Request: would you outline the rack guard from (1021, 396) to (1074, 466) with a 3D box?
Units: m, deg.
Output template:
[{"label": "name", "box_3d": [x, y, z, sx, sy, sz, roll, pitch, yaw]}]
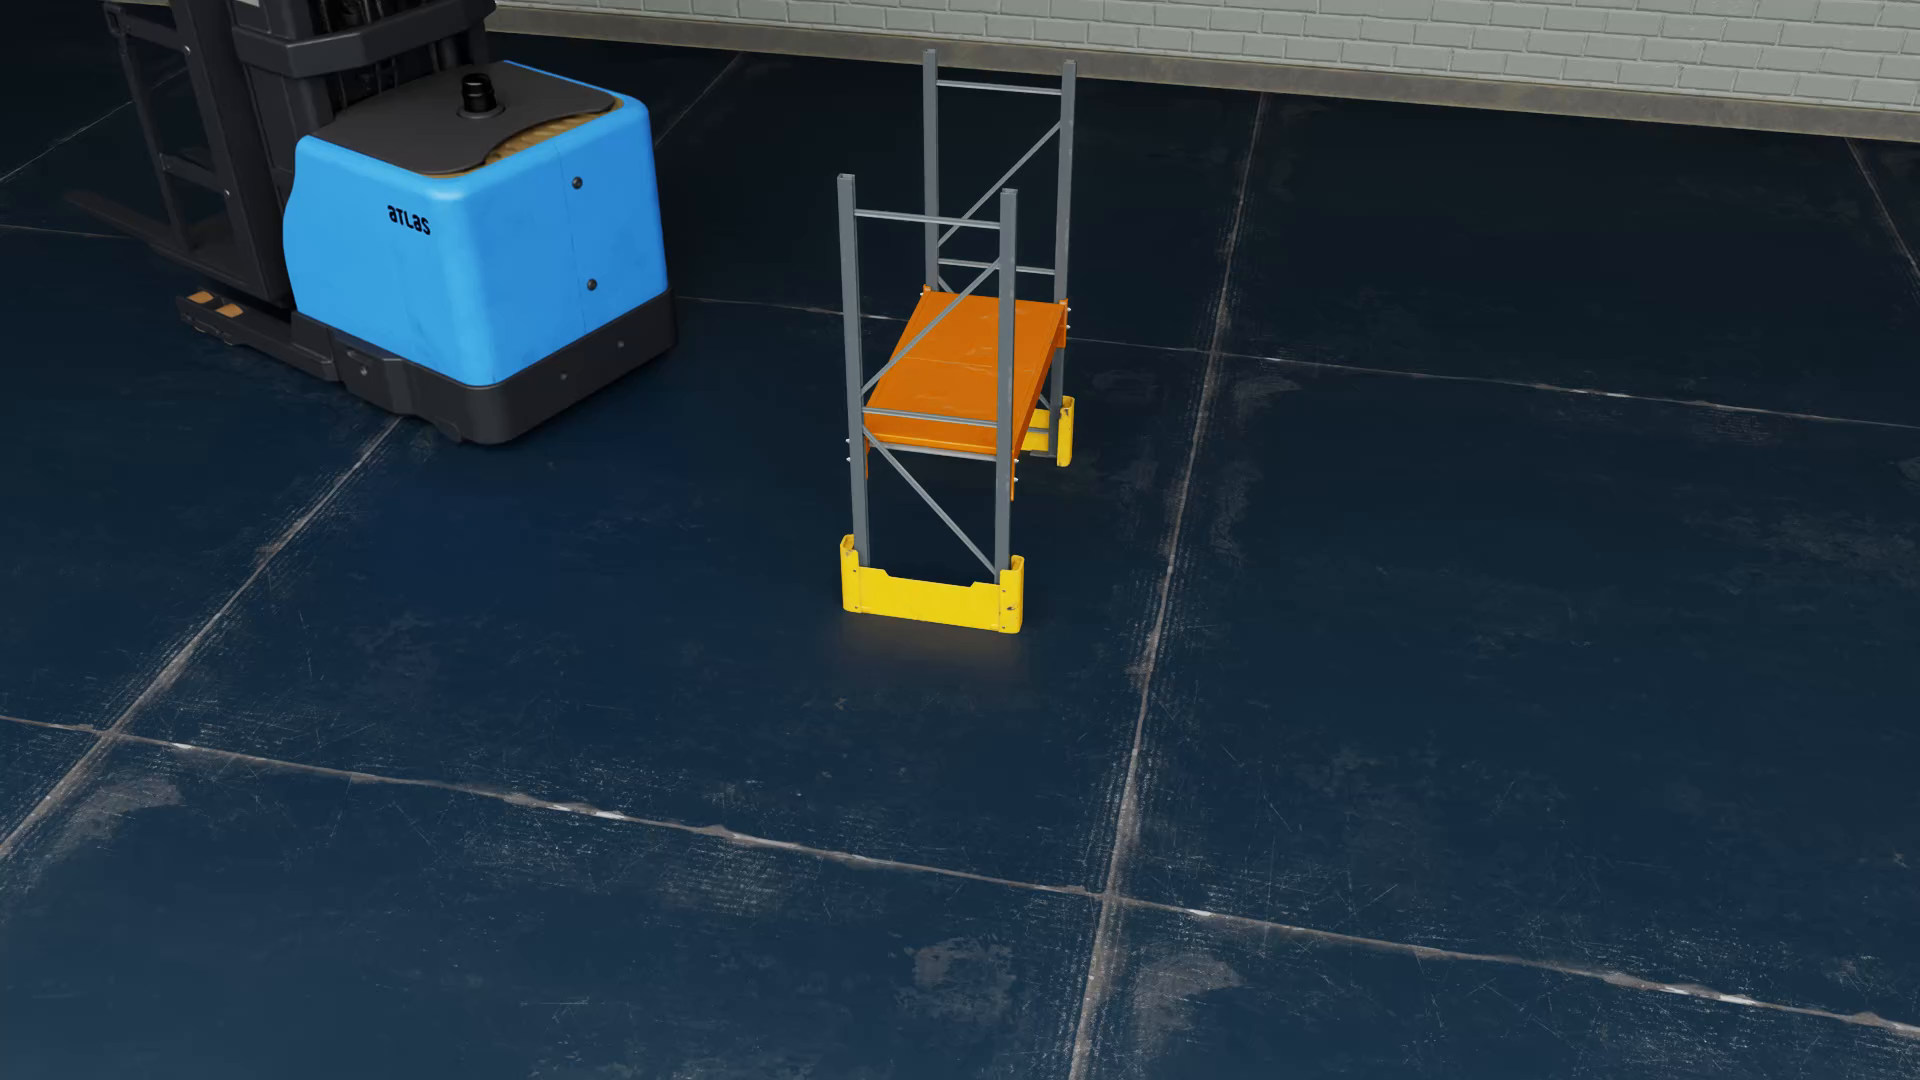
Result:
[{"label": "rack guard", "box_3d": [0.123, -0.430, 6.131, 0.587, 0.250, 0.087, 7, 37, 10]}]

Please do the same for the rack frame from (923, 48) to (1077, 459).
[{"label": "rack frame", "box_3d": [0.127, -0.948, 5.779, 0.500, 1.500, 0.032, 7, 37, 10]}]

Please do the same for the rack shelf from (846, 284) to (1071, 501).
[{"label": "rack shelf", "box_3d": [0.018, -0.511, 5.483, 0.538, 0.185, 1.000, 7, 37, 10]}]

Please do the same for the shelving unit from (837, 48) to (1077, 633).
[{"label": "shelving unit", "box_3d": [0.016, -0.651, 5.370, 0.587, 1.500, 1.083, 7, 37, 10]}]

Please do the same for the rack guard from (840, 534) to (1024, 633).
[{"label": "rack guard", "box_3d": [-0.090, 0.141, 5.343, 0.587, 0.250, 0.087, 7, 37, 10]}]

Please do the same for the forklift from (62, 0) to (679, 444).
[{"label": "forklift", "box_3d": [-2.640, -2.219, 6.314, 3.031, 2.935, 1.130, 23, 42, 28]}]

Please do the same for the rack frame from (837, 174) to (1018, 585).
[{"label": "rack frame", "box_3d": [-0.090, -0.365, 4.975, 0.500, 1.500, 0.032, 7, 37, 10]}]
